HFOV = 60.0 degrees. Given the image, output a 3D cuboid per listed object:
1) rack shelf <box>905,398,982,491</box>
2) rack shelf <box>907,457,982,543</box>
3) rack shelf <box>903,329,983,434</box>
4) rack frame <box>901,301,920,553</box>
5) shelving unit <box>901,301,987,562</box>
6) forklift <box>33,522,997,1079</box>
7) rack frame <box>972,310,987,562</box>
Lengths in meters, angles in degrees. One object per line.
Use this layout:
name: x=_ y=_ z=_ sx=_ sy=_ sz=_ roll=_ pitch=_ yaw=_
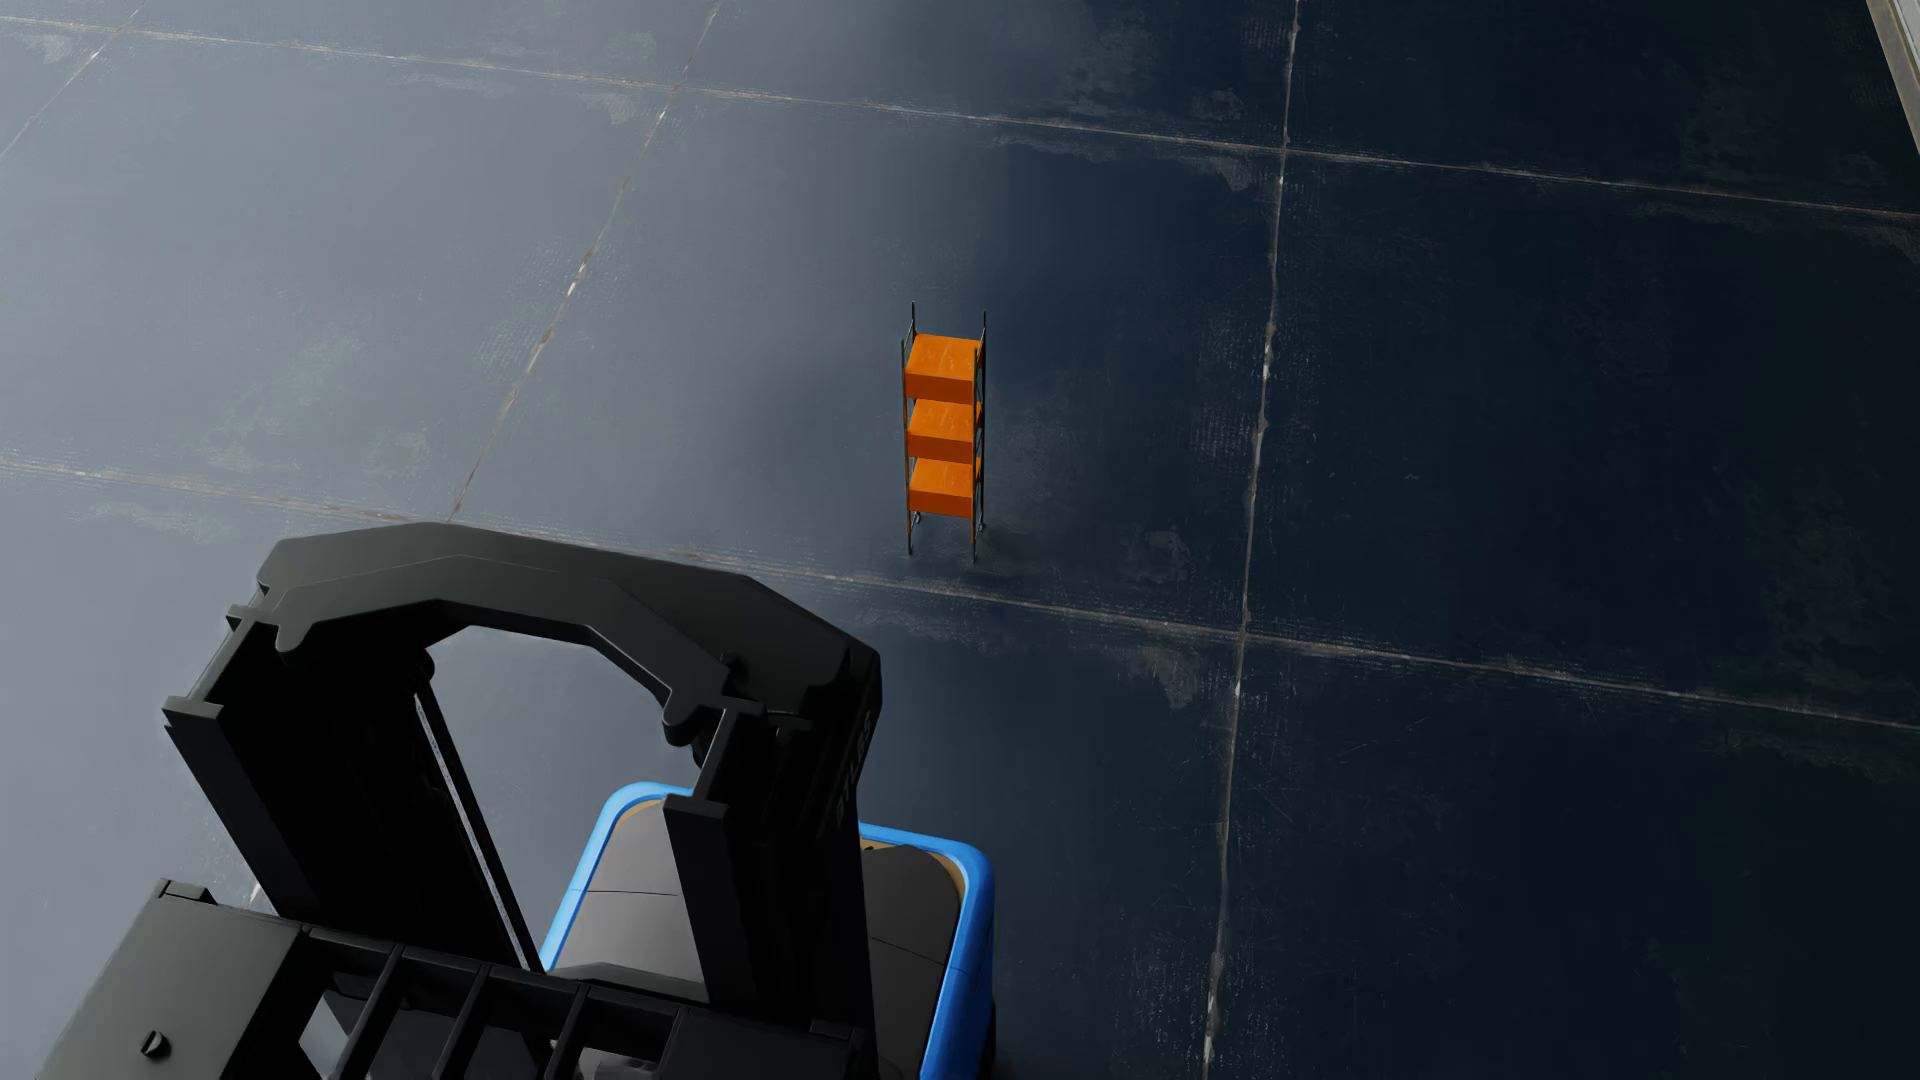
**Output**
rack shelf: x=-0.053 y=-0.351 z=5.874 sx=0.240 sy=0.259 sz=0.215 roll=8 pitch=49 yaw=7
rack shelf: x=-0.053 y=-0.165 z=6.080 sx=0.240 sy=0.259 sz=0.215 roll=8 pitch=49 yaw=7
rack shelf: x=-0.053 y=-0.541 z=5.663 sx=0.240 sy=0.259 sz=0.215 roll=8 pitch=49 yaw=7
rack frame: x=-0.173 y=-0.374 z=5.880 sx=0.008 sy=1.050 sz=0.200 roll=8 pitch=49 yaw=7
shelving unit: x=-0.053 y=-0.358 z=5.866 sx=0.252 sy=1.050 sz=0.215 roll=8 pitch=49 yaw=7
forklift: x=-0.724 y=1.496 z=2.936 sx=1.130 sy=2.935 sz=3.031 roll=10 pitch=49 yaw=8
rack frame: x=0.067 y=-0.342 z=5.851 sx=0.008 sy=1.050 sz=0.200 roll=8 pitch=49 yaw=7
